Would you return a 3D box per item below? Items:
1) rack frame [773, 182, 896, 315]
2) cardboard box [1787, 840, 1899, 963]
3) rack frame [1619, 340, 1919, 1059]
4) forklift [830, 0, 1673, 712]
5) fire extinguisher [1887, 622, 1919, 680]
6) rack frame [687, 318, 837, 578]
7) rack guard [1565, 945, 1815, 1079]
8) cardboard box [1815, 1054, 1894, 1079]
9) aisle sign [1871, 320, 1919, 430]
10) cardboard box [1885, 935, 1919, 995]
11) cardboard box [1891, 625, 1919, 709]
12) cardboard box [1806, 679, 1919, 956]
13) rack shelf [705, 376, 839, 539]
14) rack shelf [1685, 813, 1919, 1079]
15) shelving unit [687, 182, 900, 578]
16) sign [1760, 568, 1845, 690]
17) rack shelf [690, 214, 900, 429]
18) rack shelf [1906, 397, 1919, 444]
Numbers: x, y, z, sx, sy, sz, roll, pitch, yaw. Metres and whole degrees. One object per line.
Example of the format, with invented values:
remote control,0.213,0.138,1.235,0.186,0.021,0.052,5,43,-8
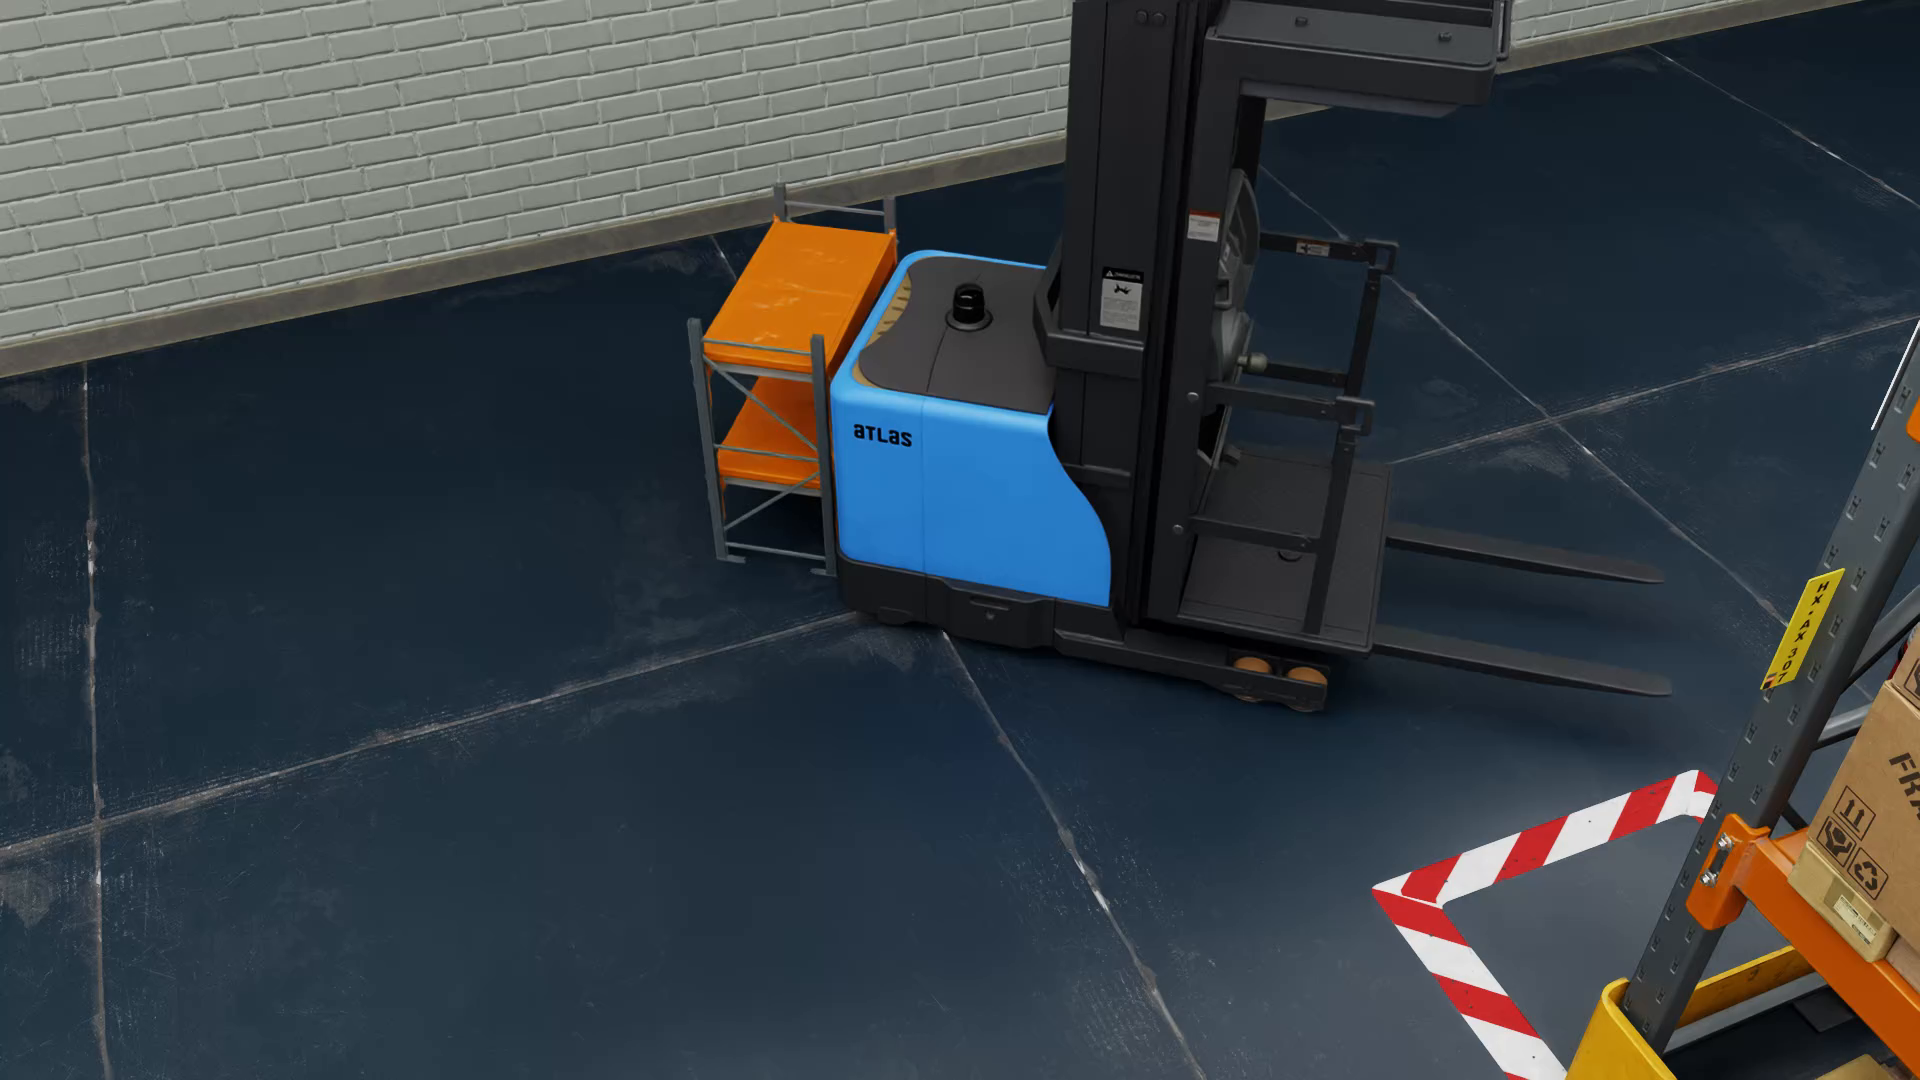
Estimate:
rack frame,-0.504,-0.970,7.015,0.500,1.125,0.032,8,41,10
cardboard box,2.126,0.759,3.760,0.380,0.149,0.250,-15,43,-17
rack frame,2.305,0.387,4.000,1.000,3.000,0.127,-15,43,-17
forklift,1.107,-0.875,5.520,3.031,2.935,1.130,10,42,12
fire extinguisher,2.635,0.291,4.457,0.296,0.674,0.183,-15,43,-17
rack frame,-0.727,-0.323,6.263,0.500,1.125,0.032,8,41,10
rack guard,2.334,1.380,4.761,1.175,0.500,0.348,-15,43,-17
cardboard box,2.192,1.483,4.133,0.380,0.149,0.250,-17,44,-19
aisle sign,2.000,-0.568,3.116,0.394,0.787,0.004,-15,43,-17
cardboard box,2.262,0.902,3.593,0.380,0.149,0.250,-14,43,-15
cardboard box,2.232,0.194,3.153,0.500,0.500,0.500,-15,43,-17
cardboard box,2.222,0.575,3.475,0.500,0.500,0.500,-13,42,-15
rack shelf,-0.615,-0.461,6.799,0.538,0.278,1.000,8,41,10
rack shelf,3.070,1.864,2.833,1.077,0.370,4.000,-15,43,-17
shelving unit,-0.615,-0.647,6.639,0.538,1.125,1.048,8,41,10
sign,1.804,0.194,3.560,0.100,0.325,0.005,-15,43,-17
rack shelf,-0.615,-0.868,6.448,0.538,0.278,1.000,8,41,10
rack shelf,3.070,0.727,1.855,1.077,0.370,4.000,-15,43,-17
